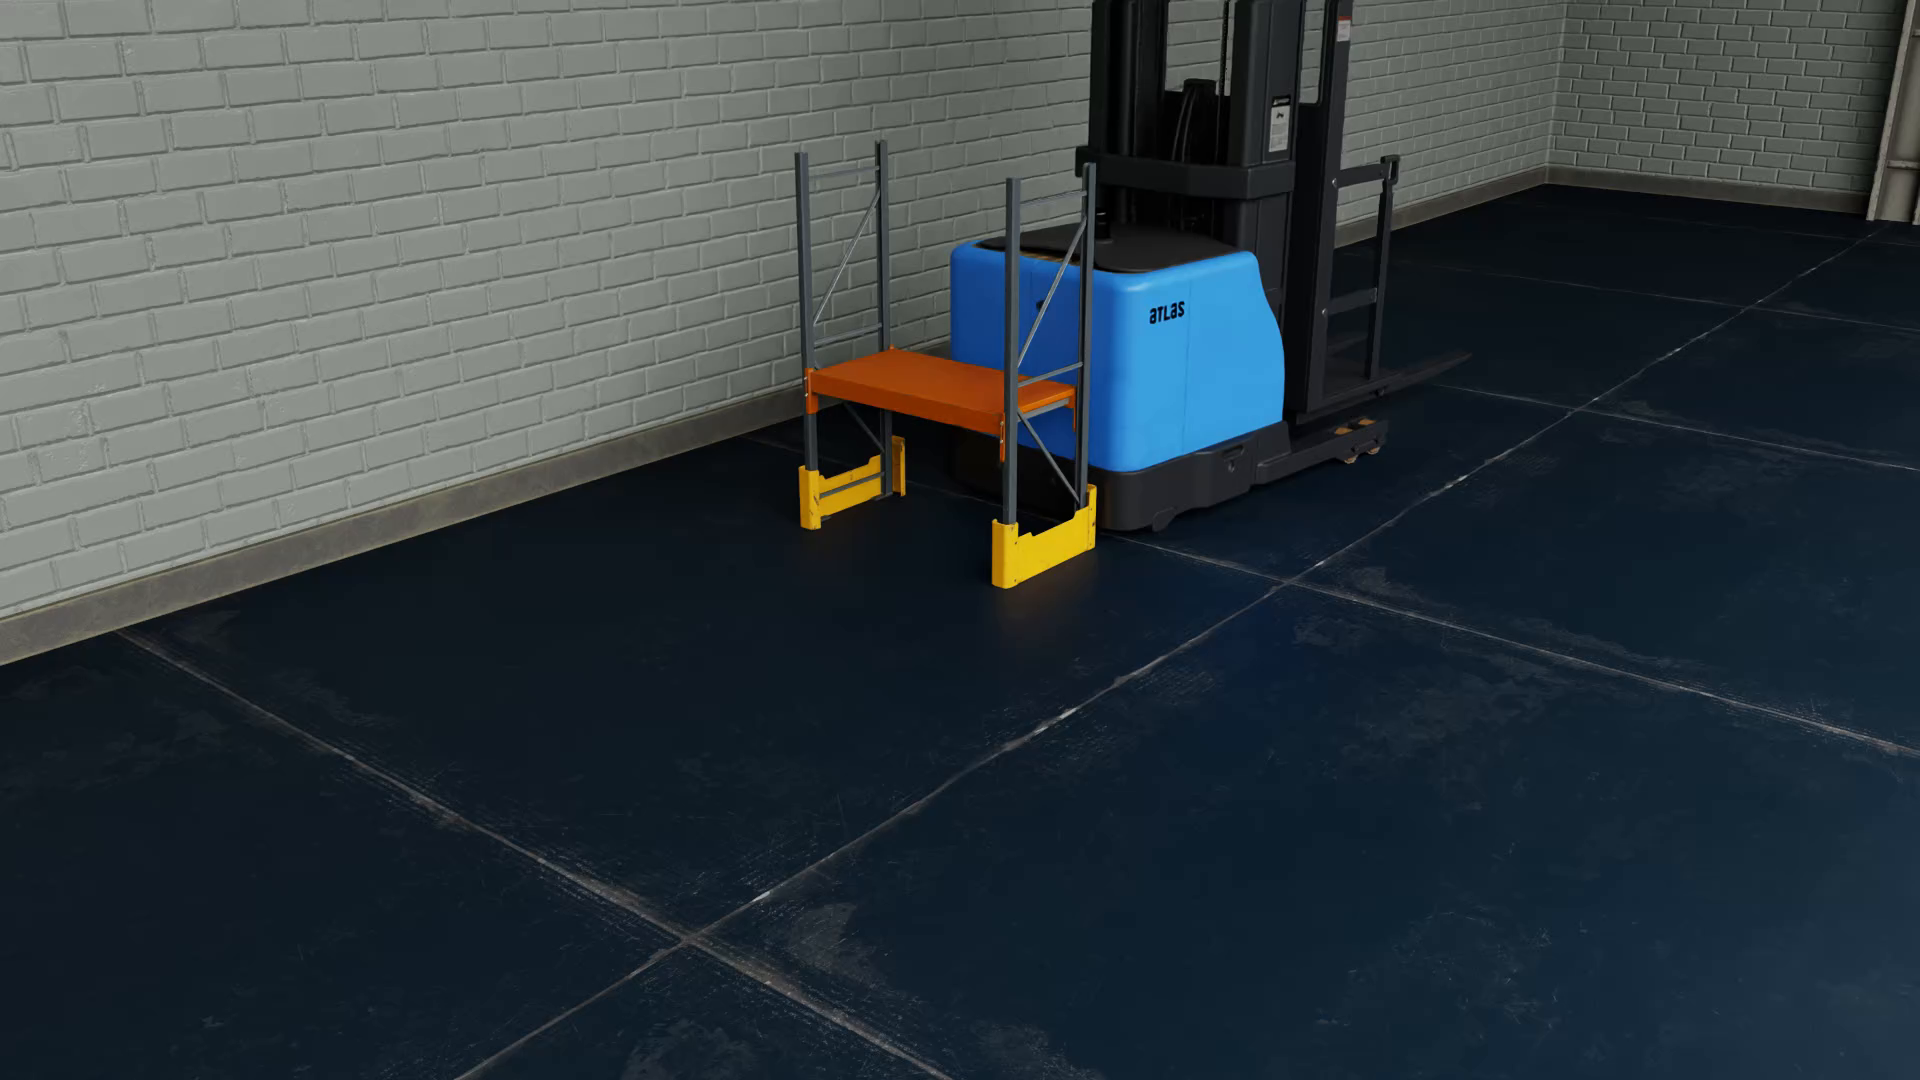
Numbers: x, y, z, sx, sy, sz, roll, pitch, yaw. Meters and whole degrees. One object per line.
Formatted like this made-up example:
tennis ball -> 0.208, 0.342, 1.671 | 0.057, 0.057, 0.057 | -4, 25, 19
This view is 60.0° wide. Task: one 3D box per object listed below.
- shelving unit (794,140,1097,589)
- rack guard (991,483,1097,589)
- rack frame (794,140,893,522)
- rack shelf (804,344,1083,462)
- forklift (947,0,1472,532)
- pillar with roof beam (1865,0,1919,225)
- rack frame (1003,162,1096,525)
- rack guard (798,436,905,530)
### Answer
shelving unit -> -0.059, -0.719, 6.449 | 1.083, 1.500, 0.587 | 16, 26, 36
rack guard -> 0.327, -0.023, 6.375 | 0.087, 0.250, 0.587 | 16, 26, 36
rack frame -> -0.460, -0.834, 6.755 | 0.032, 1.500, 0.500 | 16, 26, 36
rack shelf -> -0.066, -0.552, 6.517 | 1.000, 0.185, 0.538 | 16, 26, 36
forklift -> 1.342, -1.832, 7.372 | 3.031, 2.935, 1.130 | -19, 28, -41
pillar with roof beam -> 4.951, -5.658, 8.918 | 0.400, 9.000, 9.100 | 16, 26, 36
rack frame -> 0.328, -0.607, 6.153 | 0.032, 1.500, 0.500 | 16, 26, 36
rack guard -> -0.445, -0.245, 6.964 | 0.087, 0.250, 0.587 | 16, 26, 36
